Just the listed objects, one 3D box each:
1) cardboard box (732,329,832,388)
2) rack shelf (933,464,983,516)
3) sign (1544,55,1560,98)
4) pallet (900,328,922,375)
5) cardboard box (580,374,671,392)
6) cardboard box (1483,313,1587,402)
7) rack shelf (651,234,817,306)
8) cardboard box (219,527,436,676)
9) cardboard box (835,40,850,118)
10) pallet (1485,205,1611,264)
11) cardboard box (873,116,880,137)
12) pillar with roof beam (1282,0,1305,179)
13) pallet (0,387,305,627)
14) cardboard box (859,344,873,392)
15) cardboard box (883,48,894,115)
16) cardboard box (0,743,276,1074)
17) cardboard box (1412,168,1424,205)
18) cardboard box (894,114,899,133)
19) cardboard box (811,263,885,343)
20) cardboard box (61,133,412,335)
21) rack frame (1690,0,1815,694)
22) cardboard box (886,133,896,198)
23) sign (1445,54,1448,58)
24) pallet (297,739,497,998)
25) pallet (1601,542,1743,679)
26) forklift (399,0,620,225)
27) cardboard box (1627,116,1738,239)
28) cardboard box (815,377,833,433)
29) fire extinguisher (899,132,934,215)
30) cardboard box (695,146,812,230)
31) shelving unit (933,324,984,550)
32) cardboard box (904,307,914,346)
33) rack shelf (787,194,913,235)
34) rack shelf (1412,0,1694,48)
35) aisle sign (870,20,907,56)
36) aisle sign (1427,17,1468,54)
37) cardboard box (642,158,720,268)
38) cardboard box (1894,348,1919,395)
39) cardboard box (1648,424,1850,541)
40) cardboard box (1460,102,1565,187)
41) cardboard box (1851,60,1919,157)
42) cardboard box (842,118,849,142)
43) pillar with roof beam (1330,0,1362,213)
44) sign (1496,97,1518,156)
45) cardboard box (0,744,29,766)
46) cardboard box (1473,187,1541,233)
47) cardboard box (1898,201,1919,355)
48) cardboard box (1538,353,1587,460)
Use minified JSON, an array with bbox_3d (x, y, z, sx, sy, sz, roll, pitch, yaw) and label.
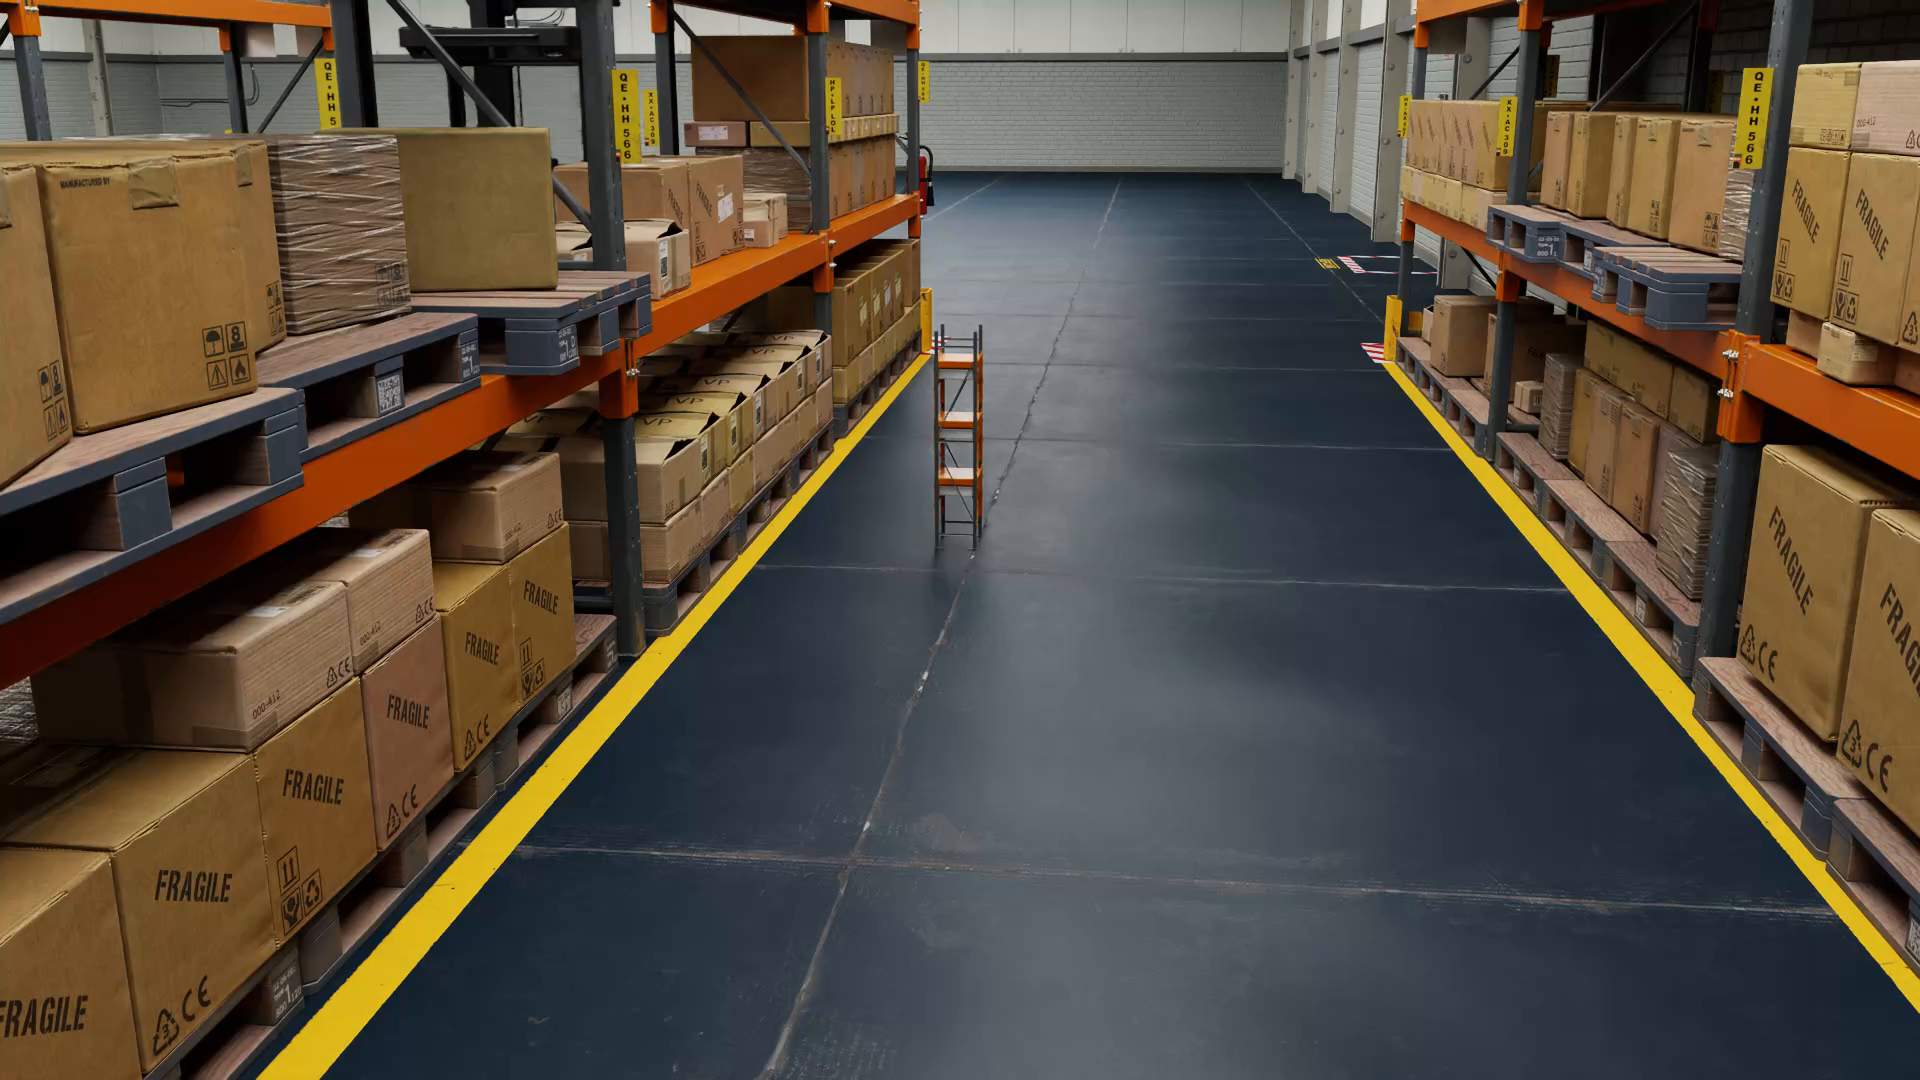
[{"bbox_3d":[-1.049,-1.083,9.809,0.500,0.311,0.500,2,15,6],"label":"cardboard box"},{"bbox_3d":[-0.006,-0.214,8.049,0.215,0.259,0.240,2,15,6],"label":"rack shelf"},{"bbox_3d":[4.635,-3.633,13.026,0.100,0.325,0.005,2,15,6],"label":"sign"},{"bbox_3d":[-0.882,-1.542,13.460,1.003,0.211,1.213,2,15,6],"label":"pallet"},{"bbox_3d":[-1.755,-0.698,8.385,0.500,0.311,0.500,2,15,8],"label":"cardboard box"},{"bbox_3d":[3.711,-1.181,10.730,0.500,0.500,0.500,1,15,2],"label":"cardboard box"},{"bbox_3d":[-1.514,-1.279,8.148,0.919,0.124,3.809,2,15,6],"label":"rack shelf"},{"bbox_3d":[-1.725,0.149,4.373,0.500,0.250,0.500,1,15,5],"label":"cardboard box"},{"bbox_3d":[-1.132,-3.101,11.207,0.700,0.500,0.500,2,15,6],"label":"cardboard box"},{"bbox_3d":[3.403,-1.619,8.769,1.003,0.211,1.213,2,15,6],"label":"pallet"},{"bbox_3d":[-0.807,-3.077,12.360,0.380,0.149,0.250,2,15,8],"label":"cardboard box"},{"bbox_3d":[3.974,-13.539,40.993,9.100,9.000,0.400,2,15,6],"label":"pillar with roof beam"},{"bbox_3d":[-1.992,-0.087,3.104,1.003,0.211,1.213,2,15,6],"label":"pallet"},{"bbox_3d":[-0.873,-1.166,11.193,0.500,0.250,0.500,2,15,6],"label":"cardboard box"},{"bbox_3d":[-0.908,-3.628,13.155,0.700,0.500,0.500,2,15,6],"label":"cardboard box"},{"bbox_3d":[-1.845,0.762,3.543,0.500,0.500,0.500,2,15,7],"label":"cardboard box"},{"bbox_3d":[3.671,-2.628,12.382,0.500,0.250,0.500,1,15,5],"label":"cardboard box"},{"bbox_3d":[-0.691,-3.344,13.349,0.380,0.149,0.250,1,15,5],"label":"cardboard box"},{"bbox_3d":[-0.812,-1.658,11.574,0.500,0.500,0.500,2,15,6],"label":"cardboard box"},{"bbox_3d":[-1.992,-0.866,4.620,0.700,0.500,0.500,5,16,17],"label":"cardboard box"},{"bbox_3d":[3.183,-0.868,5.625,1.000,3.000,0.127,2,15,6],"label":"rack frame"},{"bbox_3d":[-0.902,-3.015,13.375,0.700,0.500,0.500,2,15,6],"label":"cardboard box"},{"bbox_3d":[5.960,-6.050,20.348,0.001,0.298,0.199,2,15,6],"label":"sign"},{"bbox_3d":[-2.002,0.841,4.646,1.003,0.211,1.213,2,15,6],"label":"pallet"},{"bbox_3d":[3.272,0.276,6.738,1.003,0.211,1.213,2,15,6],"label":"pallet"},{"bbox_3d":[-2.785,-2.179,10.606,1.130,2.935,3.031,2,15,7],"label":"forklift"},{"bbox_3d":[3.344,-1.574,7.204,0.700,0.500,0.500,2,15,6],"label":"cardboard box"},{"bbox_3d":[-1.047,-0.810,9.872,0.500,0.250,0.500,2,15,6],"label":"cardboard box"},{"bbox_3d":[-0.362,-3.067,13.907,0.296,0.674,0.183,2,15,6],"label":"fire extinguisher"},{"bbox_3d":[-1.245,-2.214,10.411,0.700,0.500,0.500,1,15,5],"label":"cardboard box"},{"bbox_3d":[-0.006,-0.493,7.974,0.215,1.050,0.252,2,15,6],"label":"shelving unit"},{"bbox_3d":[-0.648,-1.685,13.111,0.500,0.250,0.500,2,15,6],"label":"cardboard box"},{"bbox_3d":[-1.063,-2.316,11.984,0.919,0.124,3.809,2,15,6],"label":"rack shelf"},{"bbox_3d":[3.860,-3.525,11.082,1.077,0.370,4.000,2,15,6],"label":"rack shelf"},{"bbox_3d":[-0.538,-4.351,13.526,0.394,0.787,0.004,2,15,6],"label":"aisle sign"},{"bbox_3d":[3.796,-4.225,13.061,0.394,0.787,0.004,2,15,6],"label":"aisle sign"},{"bbox_3d":[-1.507,-1.633,8.264,0.500,0.500,0.500,2,15,6],"label":"cardboard box"},{"bbox_3d":[2.858,-0.477,4.624,0.380,0.149,0.250,2,15,6],"label":"cardboard box"},{"bbox_3d":[3.386,-0.192,7.071,0.700,0.500,0.500,2,15,6],"label":"cardboard box"},{"bbox_3d":[3.431,-2.466,10.347,0.500,0.500,0.500,2,15,6],"label":"cardboard box"},{"bbox_3d":[2.815,-1.182,4.550,0.500,0.250,0.500,1,15,5],"label":"cardboard box"},{"bbox_3d":[-0.951,-2.741,11.117,0.380,0.149,0.250,1,15,4],"label":"cardboard box"},{"bbox_3d":[2.620,-10.427,29.483,9.100,9.000,0.400,2,15,6],"label":"pillar with roof beam"},{"bbox_3d":[3.094,-2.337,9.400,0.100,0.325,0.005,2,15,6],"label":"sign"},{"bbox_3d":[-2.356,0.755,3.571,0.500,0.500,0.500,2,15,6],"label":"cardboard box"},{"bbox_3d":[3.386,-1.974,9.966,0.500,0.250,0.500,2,15,6],"label":"cardboard box"},{"bbox_3d":[2.748,-0.687,4.155,0.500,0.500,0.500,2,15,6],"label":"cardboard box"},{"bbox_3d":[3.568,-0.720,9.023,0.700,0.500,0.500,2,15,8],"label":"cardboard box"}]
